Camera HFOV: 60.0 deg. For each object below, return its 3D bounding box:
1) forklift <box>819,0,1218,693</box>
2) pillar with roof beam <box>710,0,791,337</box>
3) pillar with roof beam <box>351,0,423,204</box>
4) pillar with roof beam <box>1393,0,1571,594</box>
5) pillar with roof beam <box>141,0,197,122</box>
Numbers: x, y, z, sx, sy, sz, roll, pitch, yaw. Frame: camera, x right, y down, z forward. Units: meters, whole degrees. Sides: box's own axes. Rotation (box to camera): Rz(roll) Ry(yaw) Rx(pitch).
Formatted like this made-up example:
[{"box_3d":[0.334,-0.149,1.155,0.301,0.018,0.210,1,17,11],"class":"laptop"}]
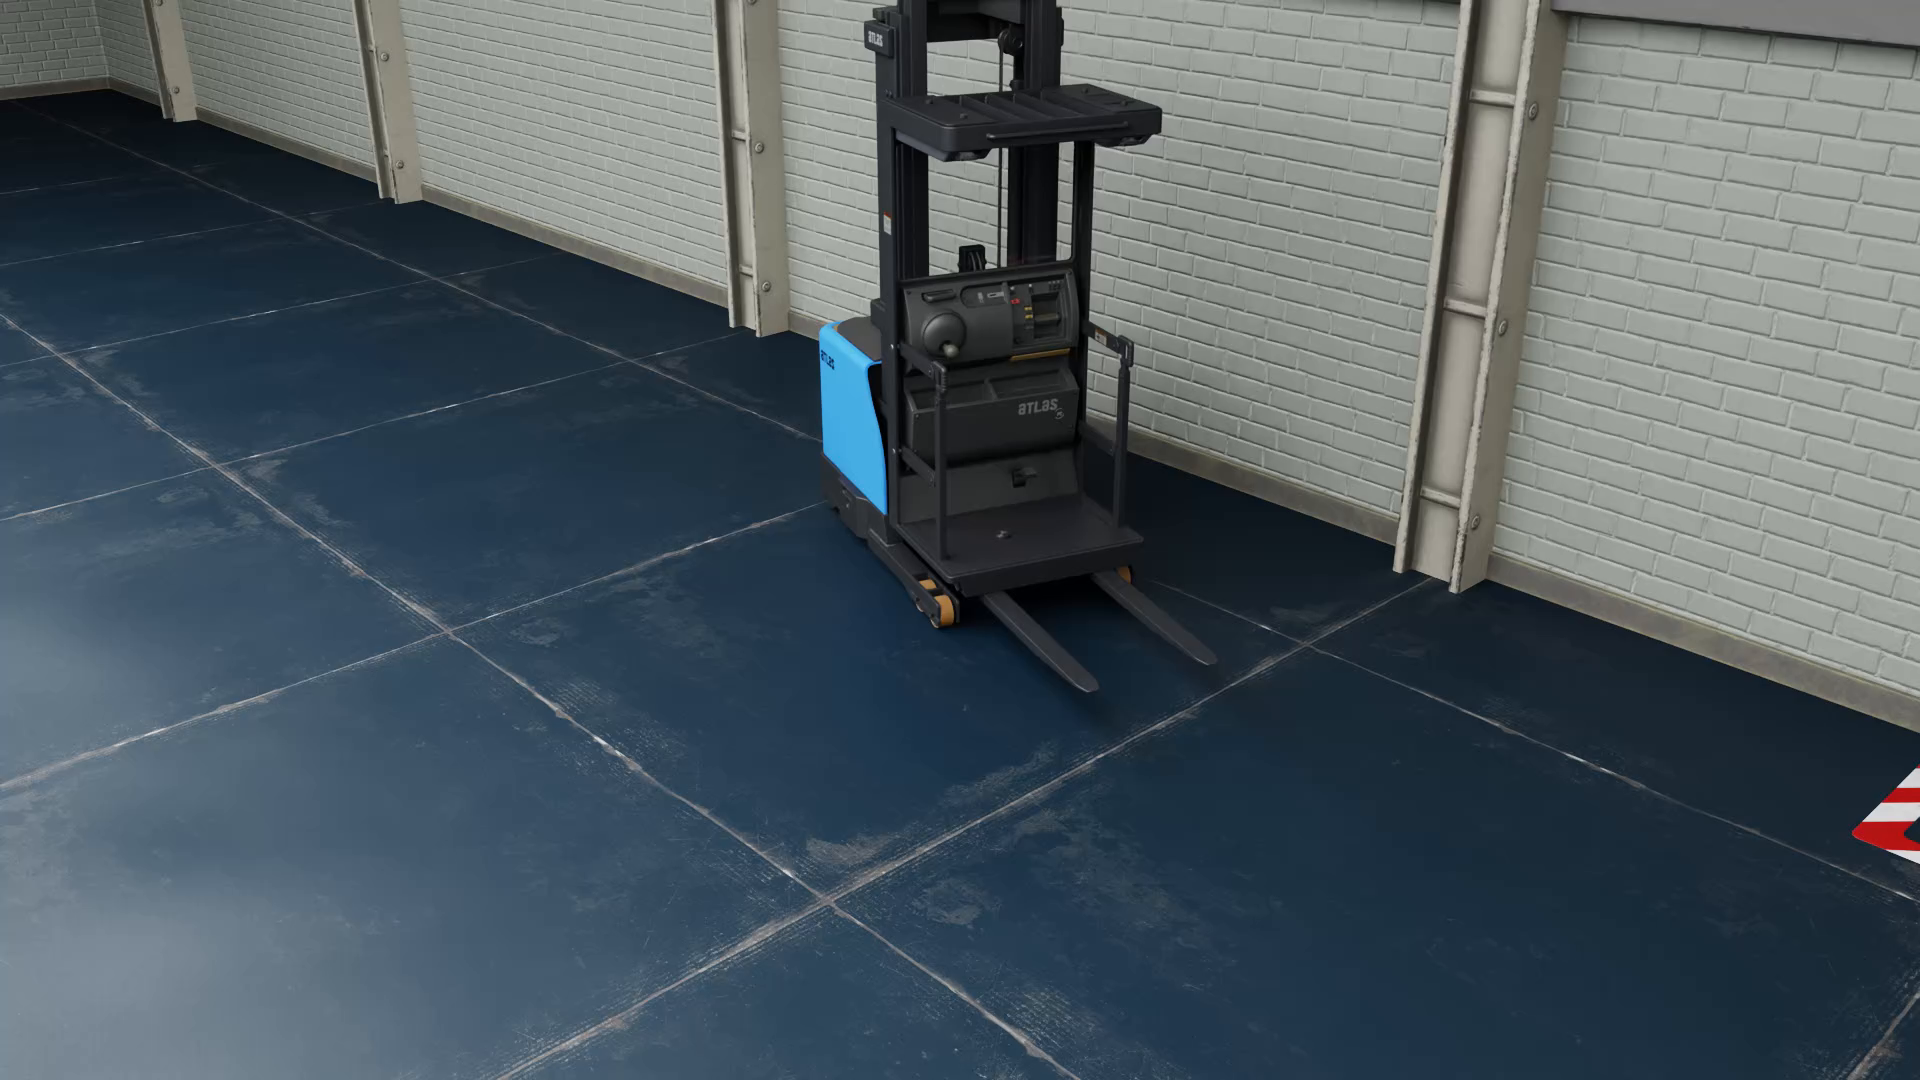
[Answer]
[{"box_3d":[0.251,-1.097,8.123,1.130,2.935,3.031,-10,27,-22],"class":"forklift"},{"box_3d":[-4.683,-4.514,8.303,9.100,9.000,0.400,-21,32,-38],"class":"pillar with roof beam"},{"box_3d":[-8.784,-6.332,12.287,9.100,9.000,0.400,-21,32,-38],"class":"pillar with roof beam"},{"box_3d":[-0.582,-2.696,4.318,9.100,9.000,0.400,-21,32,-38],"class":"pillar with roof beam"},{"box_3d":[-12.885,-8.150,16.272,9.100,9.000,0.400,-21,32,-38],"class":"pillar with roof beam"}]
